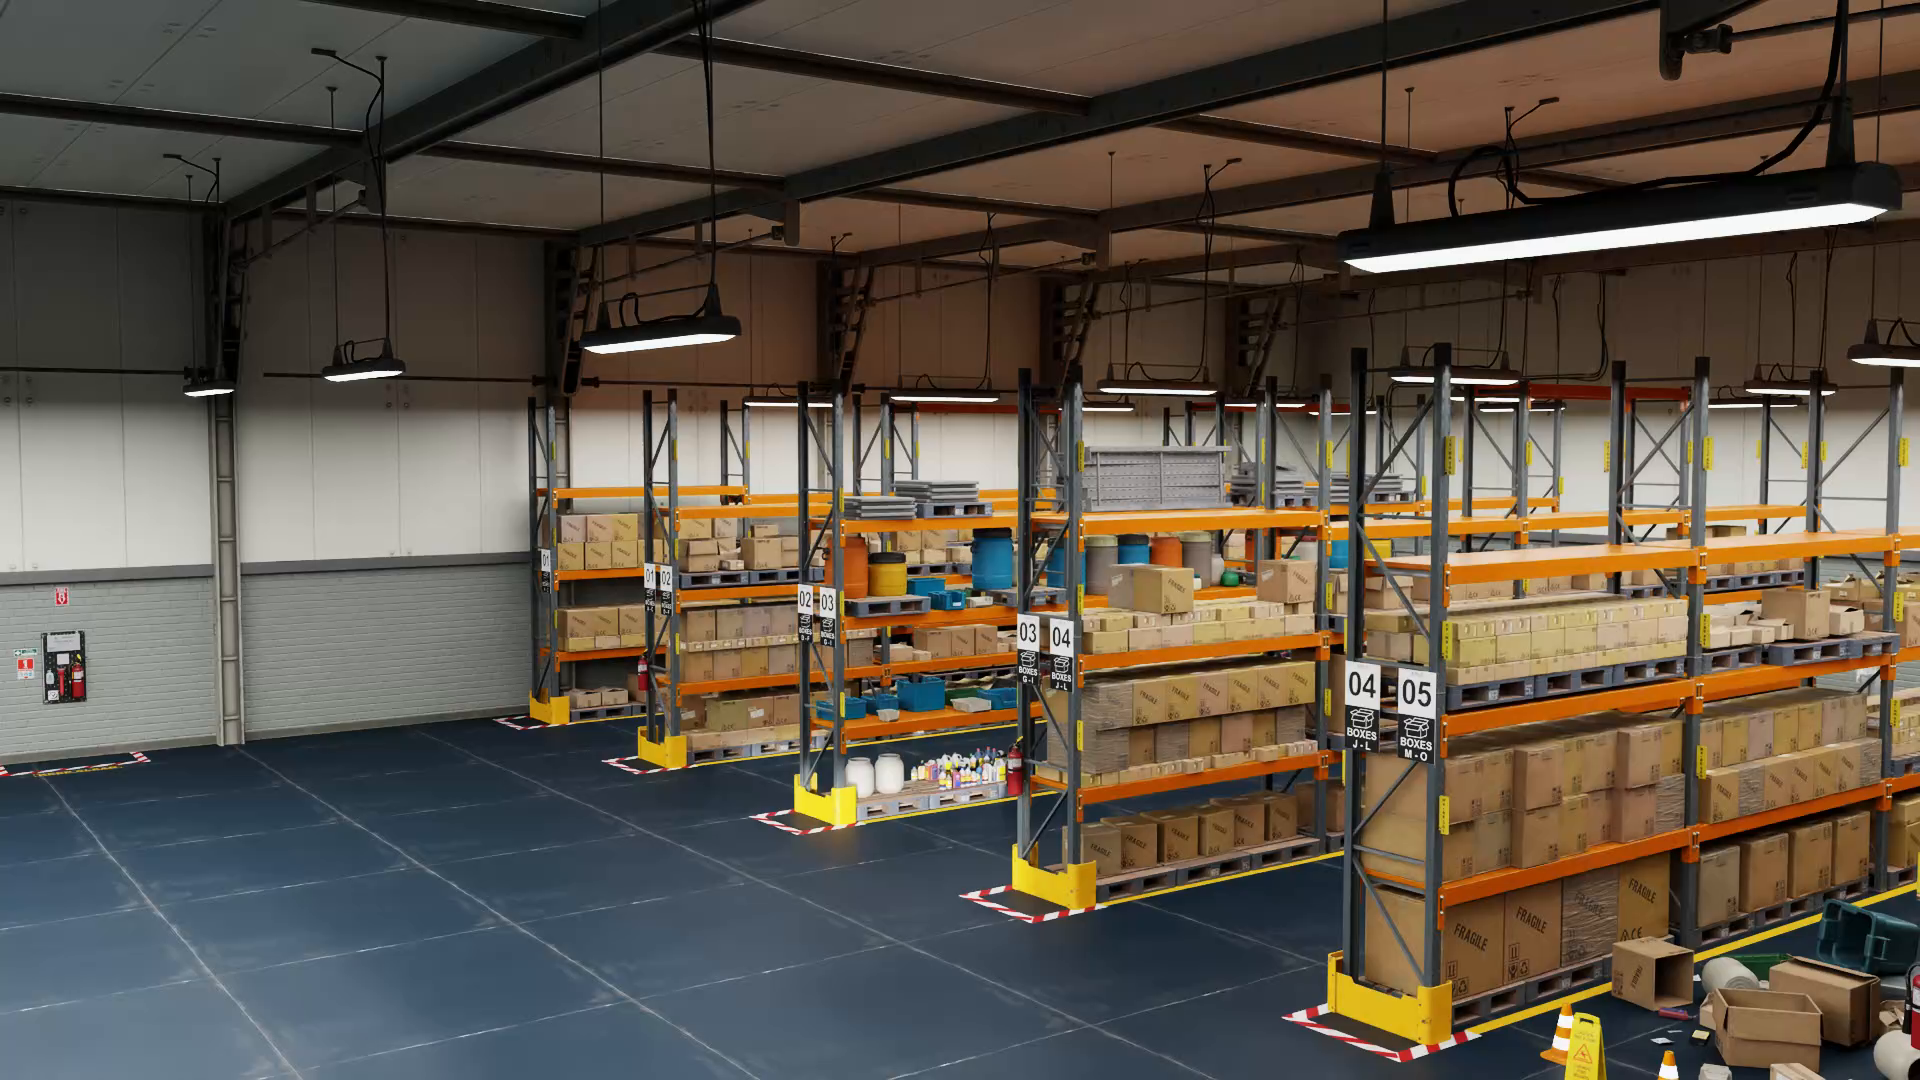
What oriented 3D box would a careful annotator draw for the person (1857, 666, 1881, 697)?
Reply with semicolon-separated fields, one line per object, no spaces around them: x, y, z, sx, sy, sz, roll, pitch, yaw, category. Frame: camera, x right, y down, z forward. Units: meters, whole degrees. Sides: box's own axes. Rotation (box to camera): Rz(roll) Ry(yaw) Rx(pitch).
16.755;2.544;30.584;0.401;1.692;0.516;-2;4;-34;person
